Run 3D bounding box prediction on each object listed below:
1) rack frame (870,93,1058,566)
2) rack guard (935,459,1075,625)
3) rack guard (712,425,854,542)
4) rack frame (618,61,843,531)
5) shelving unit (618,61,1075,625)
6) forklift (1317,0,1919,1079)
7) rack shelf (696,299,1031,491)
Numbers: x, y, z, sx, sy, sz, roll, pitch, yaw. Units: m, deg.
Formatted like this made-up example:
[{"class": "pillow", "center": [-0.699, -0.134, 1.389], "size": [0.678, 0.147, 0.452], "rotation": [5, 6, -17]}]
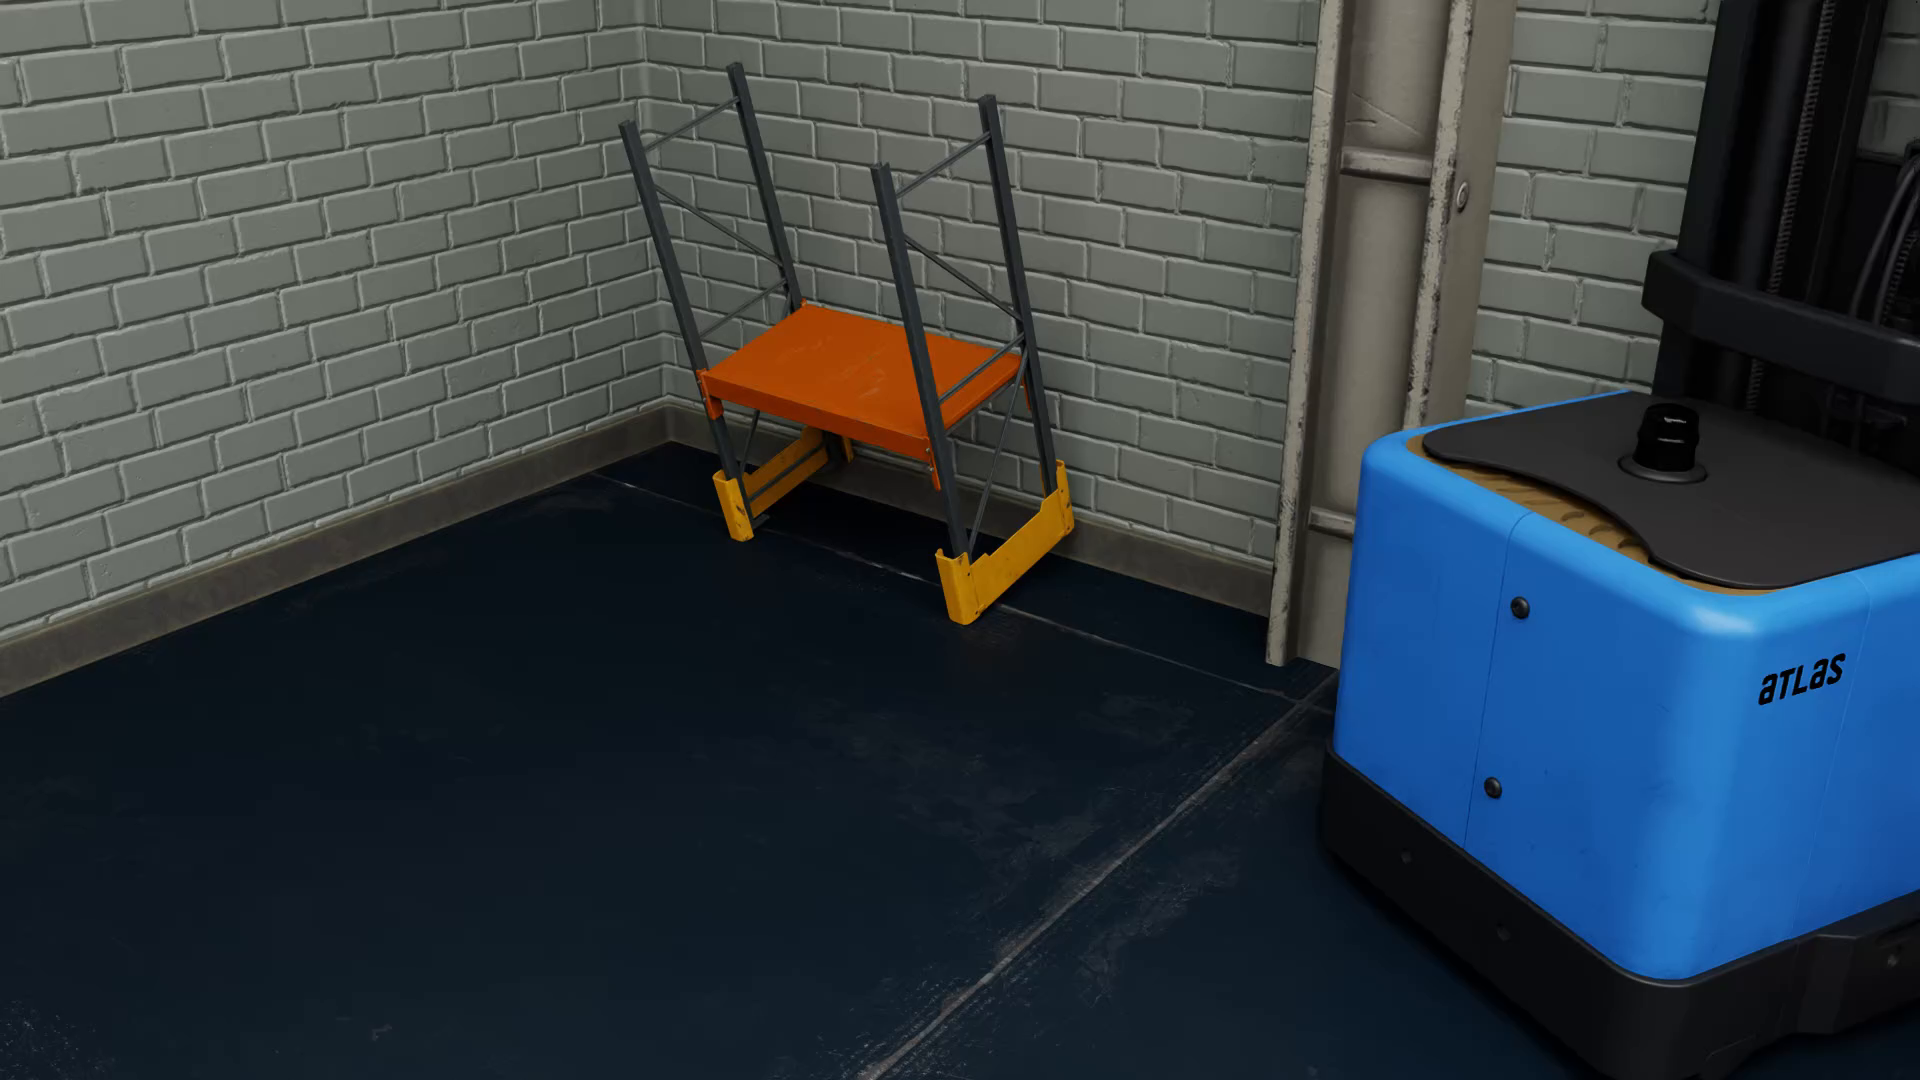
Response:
[{"class": "rack frame", "center": [0.059, -0.498, 4.888], "size": [0.032, 1.500, 0.500], "rotation": [19, 45, 36]}, {"class": "rack guard", "center": [0.151, -0.002, 5.257], "size": [0.087, 0.250, 0.587], "rotation": [19, 45, 36]}, {"class": "rack guard", "center": [-0.611, -0.258, 5.845], "size": [0.087, 0.250, 0.587], "rotation": [19, 45, 36]}, {"class": "rack frame", "center": [-0.719, -0.760, 5.488], "size": [0.032, 1.500, 0.500], "rotation": [19, 45, 36]}, {"class": "shelving unit", "center": [-0.337, -0.631, 5.193], "size": [1.083, 1.500, 0.587], "rotation": [19, 45, 36]}, {"class": "forklift", "center": [2.410, -0.668, 3.632], "size": [3.031, 2.935, 1.130], "rotation": [-11, 26, -24]}, {"class": "rack shelf", "center": [-0.299, -0.485, 5.291], "size": [1.000, 0.185, 0.538], "rotation": [19, 45, 36]}]
